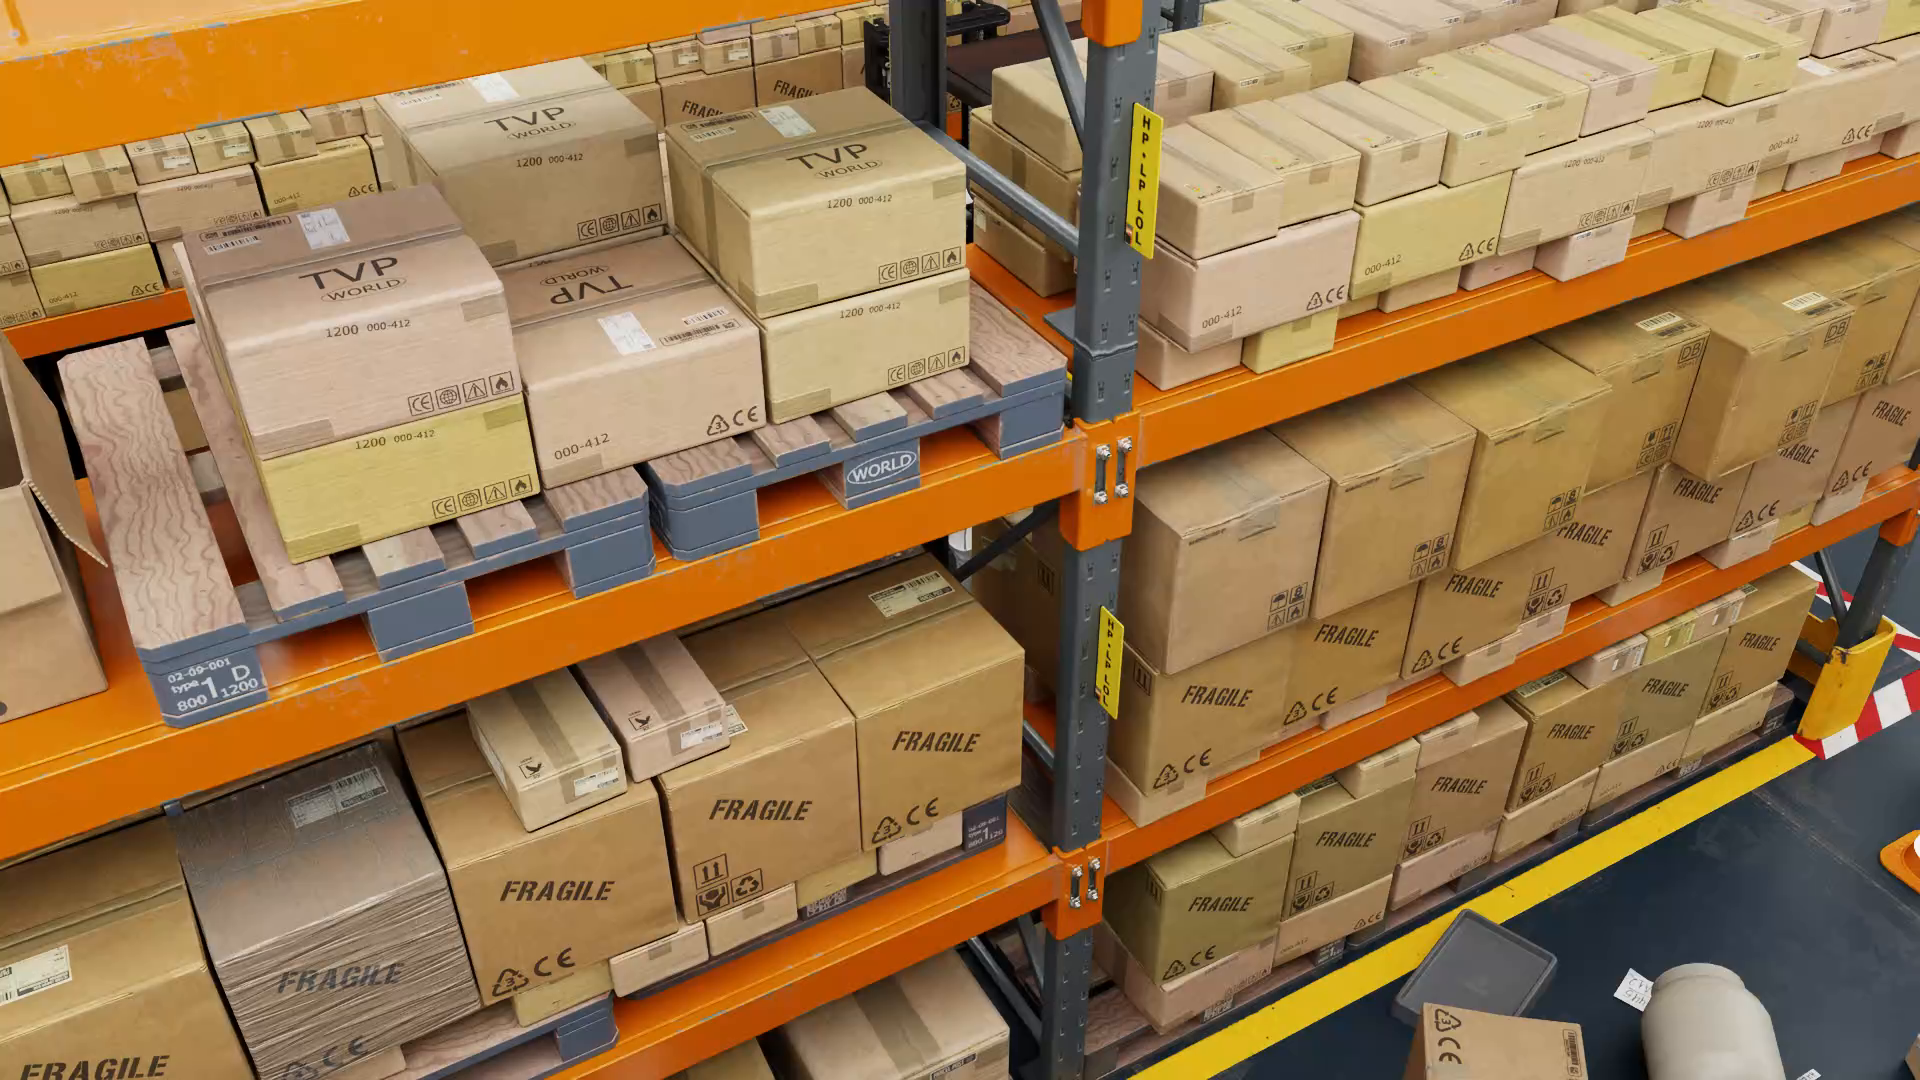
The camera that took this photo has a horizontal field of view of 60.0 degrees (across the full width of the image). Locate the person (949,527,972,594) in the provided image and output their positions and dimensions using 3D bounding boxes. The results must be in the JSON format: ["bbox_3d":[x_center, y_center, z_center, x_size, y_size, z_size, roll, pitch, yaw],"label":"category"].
[{"bbox_3d":[-0.010,-0.007,6.914,0.529,1.671,0.599,-20,41,-24],"label":"person"}]
